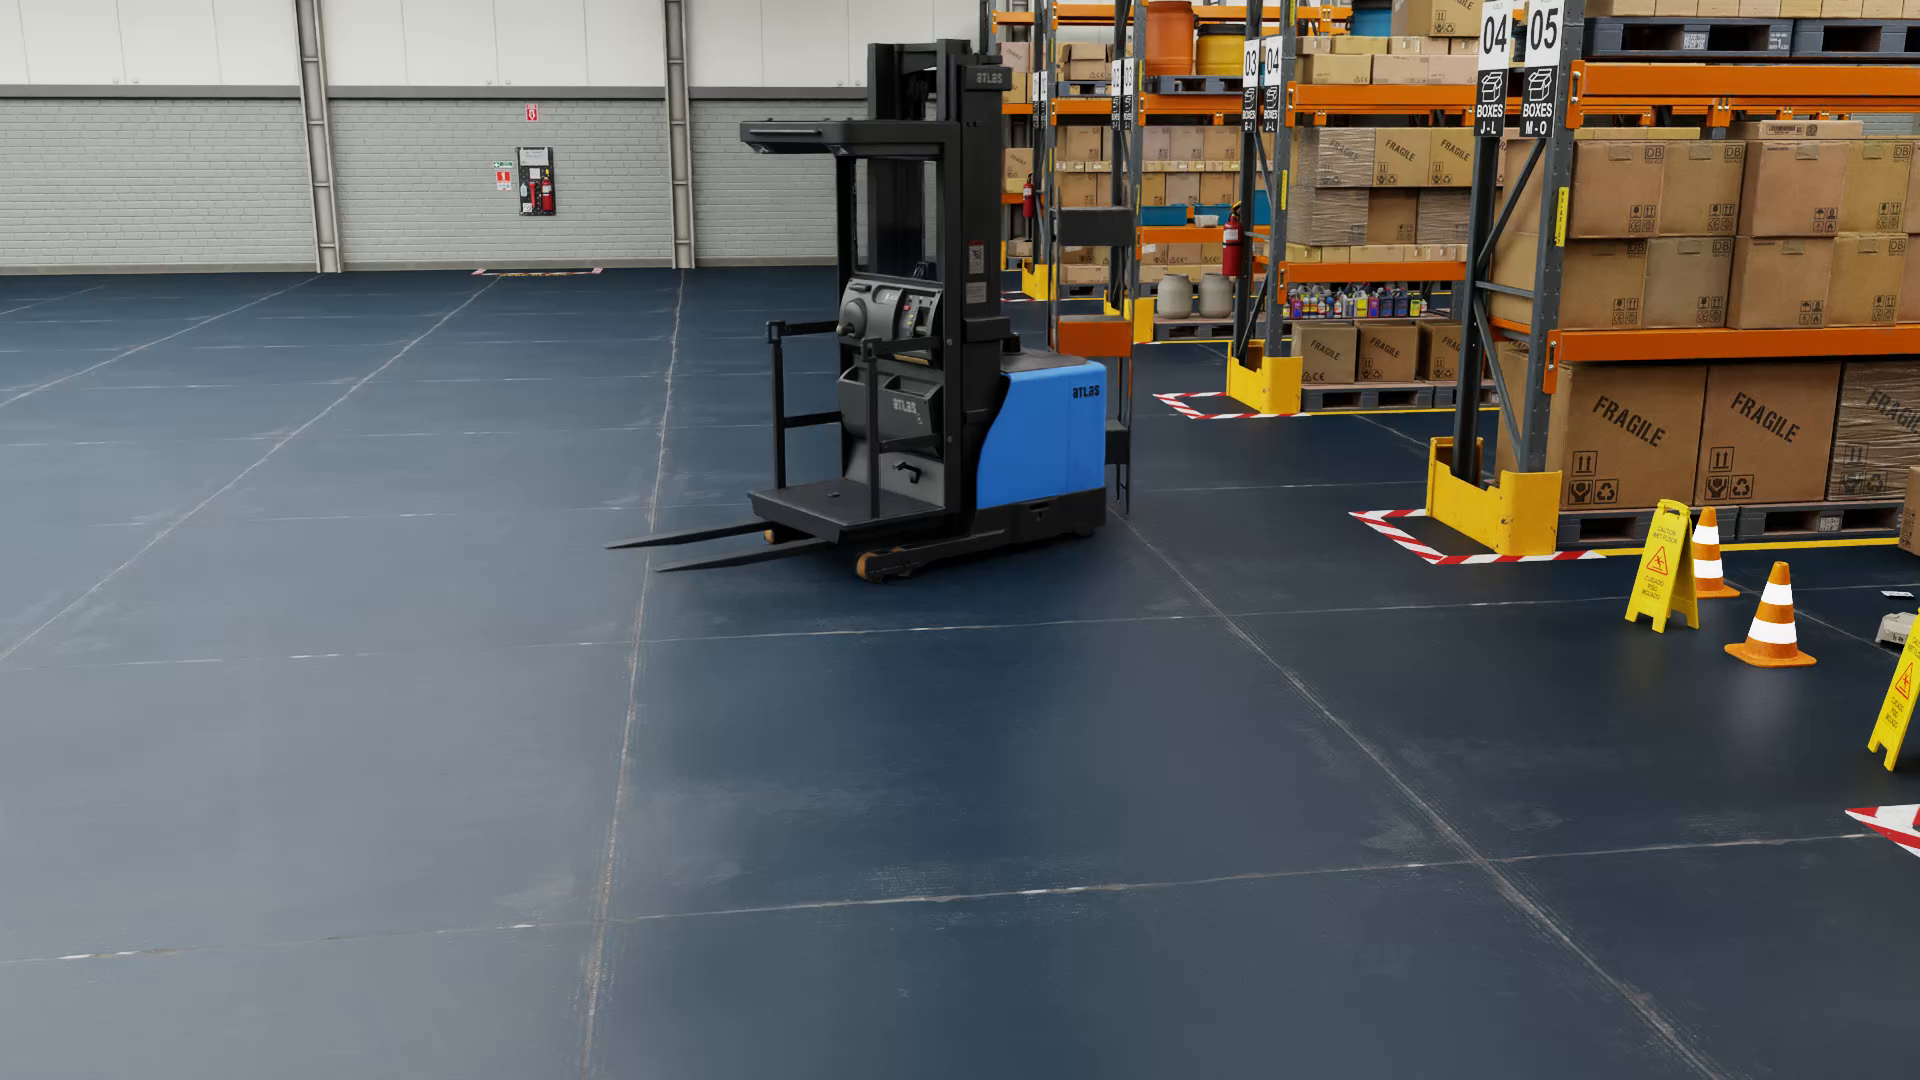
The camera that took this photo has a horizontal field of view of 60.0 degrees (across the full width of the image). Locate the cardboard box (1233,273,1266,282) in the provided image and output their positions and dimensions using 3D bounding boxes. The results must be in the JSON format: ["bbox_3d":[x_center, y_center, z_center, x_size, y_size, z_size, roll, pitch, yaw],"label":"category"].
[{"bbox_3d":[4.246,-4.012,24.843,0.500,0.250,0.500,-2,14,-8],"label":"cardboard box"}]

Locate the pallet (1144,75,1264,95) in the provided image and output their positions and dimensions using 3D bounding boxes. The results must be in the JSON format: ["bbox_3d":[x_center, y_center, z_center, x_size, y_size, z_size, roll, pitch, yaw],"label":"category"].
[{"bbox_3d":[2.779,-5.261,19.253,1.213,0.211,1.003,-2,14,-8],"label":"pallet"}]

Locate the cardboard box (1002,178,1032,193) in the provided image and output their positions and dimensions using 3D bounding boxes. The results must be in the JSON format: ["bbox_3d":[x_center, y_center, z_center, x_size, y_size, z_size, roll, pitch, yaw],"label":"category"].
[{"bbox_3d":[1.000,-6.152,28.854,0.500,0.250,0.500,-3,14,-10],"label":"cardboard box"}]

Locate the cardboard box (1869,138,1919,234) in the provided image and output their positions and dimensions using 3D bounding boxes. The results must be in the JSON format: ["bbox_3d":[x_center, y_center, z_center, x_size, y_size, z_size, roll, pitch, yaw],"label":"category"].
[{"bbox_3d":[5.828,-2.205,10.318,0.550,0.550,0.875,-2,14,-8],"label":"cardboard box"}]

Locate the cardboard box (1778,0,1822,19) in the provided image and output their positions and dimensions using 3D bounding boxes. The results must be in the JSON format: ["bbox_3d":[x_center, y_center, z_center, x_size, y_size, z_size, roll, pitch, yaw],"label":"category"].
[{"bbox_3d":[4.709,-3.060,9.538,0.250,0.149,0.380,-2,14,-8],"label":"cardboard box"}]

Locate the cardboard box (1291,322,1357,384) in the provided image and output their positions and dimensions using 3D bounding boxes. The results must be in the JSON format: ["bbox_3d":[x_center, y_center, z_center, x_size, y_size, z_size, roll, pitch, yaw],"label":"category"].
[{"bbox_3d":[3.304,-1.709,15.146,0.500,0.500,0.500,1,14,2],"label":"cardboard box"}]

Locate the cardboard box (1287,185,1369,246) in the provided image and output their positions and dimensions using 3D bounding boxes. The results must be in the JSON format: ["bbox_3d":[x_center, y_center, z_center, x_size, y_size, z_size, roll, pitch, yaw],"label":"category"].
[{"bbox_3d":[3.232,-2.905,14.824,0.500,0.500,0.875,-2,14,-8],"label":"cardboard box"}]

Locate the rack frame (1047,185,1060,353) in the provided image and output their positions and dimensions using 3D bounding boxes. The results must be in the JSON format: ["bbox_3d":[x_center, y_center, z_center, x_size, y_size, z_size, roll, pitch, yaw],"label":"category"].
[{"bbox_3d":[0.598,-1.224,10.784,0.015,2.100,0.400,-1,14,-5],"label":"rack frame"}]

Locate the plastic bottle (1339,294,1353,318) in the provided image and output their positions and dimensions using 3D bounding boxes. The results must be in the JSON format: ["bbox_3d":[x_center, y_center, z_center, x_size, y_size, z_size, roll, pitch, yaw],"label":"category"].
[{"bbox_3d":[4.638,-2.812,19.962,0.135,0.276,0.152,-2,14,-7],"label":"plastic bottle"}]

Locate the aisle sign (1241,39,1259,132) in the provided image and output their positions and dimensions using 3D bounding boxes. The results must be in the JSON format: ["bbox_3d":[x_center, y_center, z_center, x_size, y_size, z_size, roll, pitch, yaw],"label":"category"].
[{"bbox_3d":[2.578,-4.030,14.782,0.004,0.787,0.394,-2,14,-8],"label":"aisle sign"}]

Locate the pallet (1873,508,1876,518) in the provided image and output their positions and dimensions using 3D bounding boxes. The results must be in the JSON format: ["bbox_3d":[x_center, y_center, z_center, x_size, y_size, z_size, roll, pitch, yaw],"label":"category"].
[{"bbox_3d":[6.515,-0.286,10.929,1.213,0.211,1.003,-2,14,-8],"label":"pallet"}]

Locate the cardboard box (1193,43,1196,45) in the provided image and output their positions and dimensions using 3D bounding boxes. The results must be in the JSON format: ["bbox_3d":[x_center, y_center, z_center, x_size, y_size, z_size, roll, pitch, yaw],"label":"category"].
[{"bbox_3d":[3.971,-8.333,28.816,0.500,0.500,0.500,-3,14,-13],"label":"cardboard box"}]

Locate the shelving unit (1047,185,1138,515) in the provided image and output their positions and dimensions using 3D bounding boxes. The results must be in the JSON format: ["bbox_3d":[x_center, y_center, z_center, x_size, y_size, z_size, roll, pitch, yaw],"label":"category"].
[{"bbox_3d":[0.841,-1.229,10.804,0.503,2.100,0.431,-1,14,-5],"label":"shelving unit"}]

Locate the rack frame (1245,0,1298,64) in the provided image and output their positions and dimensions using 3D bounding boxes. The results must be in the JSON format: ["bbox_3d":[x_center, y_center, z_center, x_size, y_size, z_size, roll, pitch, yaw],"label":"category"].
[{"bbox_3d":[2.684,-5.609,14.089,0.127,3.000,1.000,-2,14,-8],"label":"rack frame"}]

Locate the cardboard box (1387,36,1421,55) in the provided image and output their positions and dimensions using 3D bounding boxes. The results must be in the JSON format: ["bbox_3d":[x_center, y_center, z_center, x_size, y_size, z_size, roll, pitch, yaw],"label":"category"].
[{"bbox_3d":[3.773,-4.247,14.312,0.250,0.149,0.380,-2,14,-6],"label":"cardboard box"}]

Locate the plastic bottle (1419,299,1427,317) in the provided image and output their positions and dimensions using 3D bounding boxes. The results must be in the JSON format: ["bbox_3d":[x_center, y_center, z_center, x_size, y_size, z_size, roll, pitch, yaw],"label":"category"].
[{"bbox_3d":[5.590,-2.804,20.083,0.097,0.201,0.097,0,14,0],"label":"plastic bottle"}]

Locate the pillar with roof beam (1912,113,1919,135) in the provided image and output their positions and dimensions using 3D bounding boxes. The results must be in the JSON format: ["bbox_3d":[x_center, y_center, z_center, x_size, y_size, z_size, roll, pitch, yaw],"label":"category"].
[{"bbox_3d":[19.474,-9.034,27.745,0.400,9.000,9.100,-2,14,-8],"label":"pillar with roof beam"}]

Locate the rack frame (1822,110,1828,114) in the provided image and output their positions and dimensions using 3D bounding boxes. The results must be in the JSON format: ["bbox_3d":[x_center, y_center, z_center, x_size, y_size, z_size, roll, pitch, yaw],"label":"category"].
[{"bbox_3d":[13.078,-5.517,26.055,0.127,3.000,1.000,-2,14,-8],"label":"rack frame"}]

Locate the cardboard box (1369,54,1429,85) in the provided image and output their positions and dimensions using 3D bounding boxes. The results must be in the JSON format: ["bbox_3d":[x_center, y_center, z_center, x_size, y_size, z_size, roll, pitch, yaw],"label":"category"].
[{"bbox_3d":[3.708,-4.057,14.375,0.500,0.250,0.500,-2,14,-10],"label":"cardboard box"}]

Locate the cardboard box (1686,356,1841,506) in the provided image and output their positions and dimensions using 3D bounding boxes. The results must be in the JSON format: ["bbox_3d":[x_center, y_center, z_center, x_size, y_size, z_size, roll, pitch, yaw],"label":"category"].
[{"bbox_3d":[4.854,-0.749,10.545,0.875,0.875,0.875,-2,14,-9],"label":"cardboard box"}]

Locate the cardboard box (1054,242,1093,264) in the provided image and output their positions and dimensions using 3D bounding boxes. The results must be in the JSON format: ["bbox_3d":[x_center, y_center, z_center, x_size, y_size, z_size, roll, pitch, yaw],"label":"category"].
[{"bbox_3d":[1.698,-4.407,24.876,0.500,0.500,0.500,-2,14,-8],"label":"cardboard box"}]

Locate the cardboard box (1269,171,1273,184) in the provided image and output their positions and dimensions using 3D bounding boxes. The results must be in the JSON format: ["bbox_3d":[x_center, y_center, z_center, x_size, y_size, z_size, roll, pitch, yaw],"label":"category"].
[{"bbox_3d":[4.730,-5.258,24.817,0.500,0.500,0.700,-2,14,-10],"label":"cardboard box"}]

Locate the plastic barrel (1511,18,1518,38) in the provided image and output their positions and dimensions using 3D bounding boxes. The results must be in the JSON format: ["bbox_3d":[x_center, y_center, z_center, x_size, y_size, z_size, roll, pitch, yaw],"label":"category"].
[{"bbox_3d":[6.372,-5.804,20.003,0.708,0.901,0.600,-2,14,-8],"label":"plastic barrel"}]

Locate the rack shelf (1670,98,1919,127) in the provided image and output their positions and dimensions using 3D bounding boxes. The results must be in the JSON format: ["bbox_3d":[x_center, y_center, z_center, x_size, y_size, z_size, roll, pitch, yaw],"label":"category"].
[{"bbox_3d":[8.617,-4.023,15.409,4.000,0.370,1.077,-2,14,-8],"label":"rack shelf"}]

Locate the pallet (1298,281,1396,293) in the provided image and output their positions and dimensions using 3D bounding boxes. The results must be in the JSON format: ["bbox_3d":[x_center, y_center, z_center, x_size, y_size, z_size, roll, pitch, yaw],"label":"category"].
[{"bbox_3d":[5.890,-3.911,25.382,1.213,0.211,1.003,-2,14,-8],"label":"pallet"}]

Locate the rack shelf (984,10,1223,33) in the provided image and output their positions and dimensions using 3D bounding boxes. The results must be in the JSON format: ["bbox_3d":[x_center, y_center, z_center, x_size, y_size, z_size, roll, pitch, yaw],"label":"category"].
[{"bbox_3d":[2.448,-8.906,28.719,4.000,0.370,1.077,-2,14,-8],"label":"rack shelf"}]

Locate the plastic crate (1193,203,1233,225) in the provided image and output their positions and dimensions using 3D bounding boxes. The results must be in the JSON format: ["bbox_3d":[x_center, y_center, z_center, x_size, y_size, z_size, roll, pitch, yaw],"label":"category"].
[{"bbox_3d":[3.040,-3.931,20.035,0.408,0.251,0.499,-2,14,-8],"label":"plastic crate"}]

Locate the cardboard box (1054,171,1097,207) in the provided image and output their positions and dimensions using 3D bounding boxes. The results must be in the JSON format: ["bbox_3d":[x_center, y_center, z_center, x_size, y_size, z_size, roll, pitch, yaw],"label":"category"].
[{"bbox_3d":[1.676,-5.145,24.364,0.500,0.500,0.700,-2,14,-8],"label":"cardboard box"}]

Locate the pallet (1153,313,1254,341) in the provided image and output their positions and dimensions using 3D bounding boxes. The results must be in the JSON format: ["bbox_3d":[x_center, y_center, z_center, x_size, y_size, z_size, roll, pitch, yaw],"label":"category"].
[{"bbox_3d":[2.819,-2.580,20.077,1.213,0.211,1.003,-2,14,-8],"label":"pallet"}]

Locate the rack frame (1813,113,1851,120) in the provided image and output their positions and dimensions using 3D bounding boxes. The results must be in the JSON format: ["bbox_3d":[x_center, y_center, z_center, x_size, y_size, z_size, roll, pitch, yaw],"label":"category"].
[{"bbox_3d":[16.292,-6.854,31.384,0.127,3.000,1.000,-2,14,-8],"label":"rack frame"}]

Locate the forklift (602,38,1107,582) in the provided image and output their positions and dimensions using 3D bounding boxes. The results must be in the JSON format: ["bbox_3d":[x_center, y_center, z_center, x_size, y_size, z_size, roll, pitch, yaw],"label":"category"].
[{"bbox_3d":[-0.570,-1.331,9.503,3.031,2.935,1.130,-11,18,-36],"label":"forklift"}]

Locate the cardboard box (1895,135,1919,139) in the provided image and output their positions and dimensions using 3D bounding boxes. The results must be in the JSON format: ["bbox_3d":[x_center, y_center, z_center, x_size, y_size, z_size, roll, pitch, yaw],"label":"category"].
[{"bbox_3d":[14.605,-6.037,25.868,0.500,0.500,0.500,-3,14,-10],"label":"cardboard box"}]

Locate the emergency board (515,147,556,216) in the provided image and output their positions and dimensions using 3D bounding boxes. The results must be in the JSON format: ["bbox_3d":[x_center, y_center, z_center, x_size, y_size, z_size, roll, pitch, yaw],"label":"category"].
[{"bbox_3d":[-7.348,-6.209,28.815,0.643,1.169,0.194,-2,14,-8],"label":"emergency board"}]

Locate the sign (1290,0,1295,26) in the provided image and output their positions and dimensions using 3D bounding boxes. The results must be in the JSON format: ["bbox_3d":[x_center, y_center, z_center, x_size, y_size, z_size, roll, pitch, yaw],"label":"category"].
[{"bbox_3d":[2.765,-4.448,13.827,0.005,0.325,0.100,-2,14,-8],"label":"sign"}]

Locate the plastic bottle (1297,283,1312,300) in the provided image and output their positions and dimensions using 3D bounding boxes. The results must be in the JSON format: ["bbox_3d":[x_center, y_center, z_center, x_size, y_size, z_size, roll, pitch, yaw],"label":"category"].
[{"bbox_3d":[4.251,-3.006,20.582,0.185,0.351,0.144,-2,14,-6],"label":"plastic bottle"}]

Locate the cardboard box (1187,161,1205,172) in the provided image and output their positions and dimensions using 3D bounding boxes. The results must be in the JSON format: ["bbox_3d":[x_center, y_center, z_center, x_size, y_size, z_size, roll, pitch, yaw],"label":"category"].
[{"bbox_3d":[3.413,-5.473,24.340,0.250,0.149,0.380,-2,14,-6],"label":"cardboard box"}]

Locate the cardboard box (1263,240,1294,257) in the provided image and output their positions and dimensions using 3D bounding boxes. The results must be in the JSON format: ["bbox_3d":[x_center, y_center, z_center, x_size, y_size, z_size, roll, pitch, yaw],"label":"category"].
[{"bbox_3d":[2.936,-2.637,15.089,0.250,0.149,0.380,-2,14,-8],"label":"cardboard box"}]

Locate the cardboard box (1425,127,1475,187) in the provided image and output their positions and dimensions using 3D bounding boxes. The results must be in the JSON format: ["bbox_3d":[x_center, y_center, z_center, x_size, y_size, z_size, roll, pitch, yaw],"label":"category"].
[{"bbox_3d":[4.259,-3.366,14.606,0.500,0.500,0.500,-2,14,-8],"label":"cardboard box"}]

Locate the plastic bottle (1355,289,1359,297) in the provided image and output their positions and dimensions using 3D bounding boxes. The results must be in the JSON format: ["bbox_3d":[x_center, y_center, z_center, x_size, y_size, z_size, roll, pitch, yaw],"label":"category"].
[{"bbox_3d":[4.917,-2.962,20.571,0.097,0.271,0.097,0,14,0],"label":"plastic bottle"}]

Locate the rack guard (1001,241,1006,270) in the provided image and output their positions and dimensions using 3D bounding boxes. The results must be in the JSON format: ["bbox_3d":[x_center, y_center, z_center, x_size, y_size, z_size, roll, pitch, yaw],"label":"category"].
[{"bbox_3d":[0.546,-5.064,29.387,0.348,0.500,1.175,-2,14,-8],"label":"rack guard"}]

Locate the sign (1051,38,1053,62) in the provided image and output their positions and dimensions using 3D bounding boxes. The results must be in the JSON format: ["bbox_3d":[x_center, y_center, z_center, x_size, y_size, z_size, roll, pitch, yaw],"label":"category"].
[{"bbox_3d":[1.289,-6.866,23.307,0.005,0.325,0.100,-2,14,-8],"label":"sign"}]

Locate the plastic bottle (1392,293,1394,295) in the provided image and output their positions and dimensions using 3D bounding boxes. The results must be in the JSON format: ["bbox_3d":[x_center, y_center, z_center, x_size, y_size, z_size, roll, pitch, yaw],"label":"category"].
[{"bbox_3d":[5.421,-2.982,20.794,0.097,0.201,0.097,0,14,0],"label":"plastic bottle"}]

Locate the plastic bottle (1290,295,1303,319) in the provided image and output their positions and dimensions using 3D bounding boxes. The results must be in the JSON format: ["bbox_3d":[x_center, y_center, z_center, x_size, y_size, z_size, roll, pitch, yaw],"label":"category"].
[{"bbox_3d":[4.012,-2.781,19.825,0.133,0.283,0.061,-2,14,-7],"label":"plastic bottle"}]

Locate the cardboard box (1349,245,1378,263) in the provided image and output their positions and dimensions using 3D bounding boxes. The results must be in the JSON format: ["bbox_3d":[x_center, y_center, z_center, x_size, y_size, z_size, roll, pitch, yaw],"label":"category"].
[{"bbox_3d":[3.501,-2.540,14.702,0.250,0.149,0.380,-2,14,-8],"label":"cardboard box"}]

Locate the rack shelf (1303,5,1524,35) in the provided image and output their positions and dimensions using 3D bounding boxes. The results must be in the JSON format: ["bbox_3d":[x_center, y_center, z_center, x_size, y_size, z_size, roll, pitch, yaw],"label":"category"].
[{"bbox_3d":[7.145,-7.667,24.594,4.000,0.370,1.077,-2,14,-8],"label":"rack shelf"}]

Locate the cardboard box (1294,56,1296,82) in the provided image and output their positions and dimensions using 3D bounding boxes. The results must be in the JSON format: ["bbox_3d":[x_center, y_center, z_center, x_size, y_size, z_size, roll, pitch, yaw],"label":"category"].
[{"bbox_3d":[3.123,-4.160,14.786,0.500,0.250,0.500,-2,14,-7],"label":"cardboard box"}]

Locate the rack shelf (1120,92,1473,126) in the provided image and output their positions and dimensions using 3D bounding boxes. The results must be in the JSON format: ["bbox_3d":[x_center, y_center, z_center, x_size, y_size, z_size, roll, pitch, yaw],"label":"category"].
[{"bbox_3d":[3.924,-5.069,19.581,4.000,0.370,1.077,-2,14,-8],"label":"rack shelf"}]

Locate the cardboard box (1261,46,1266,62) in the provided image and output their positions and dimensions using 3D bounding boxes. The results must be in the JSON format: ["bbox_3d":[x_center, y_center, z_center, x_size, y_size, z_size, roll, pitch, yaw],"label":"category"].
[{"bbox_3d":[4.630,-7.048,24.634,0.500,0.500,0.500,-1,14,-4],"label":"cardboard box"}]

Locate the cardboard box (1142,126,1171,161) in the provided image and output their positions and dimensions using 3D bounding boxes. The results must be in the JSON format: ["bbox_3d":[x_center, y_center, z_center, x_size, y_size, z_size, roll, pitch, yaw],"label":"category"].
[{"bbox_3d":[2.746,-5.815,24.369,0.500,0.500,0.700,-2,14,-8],"label":"cardboard box"}]

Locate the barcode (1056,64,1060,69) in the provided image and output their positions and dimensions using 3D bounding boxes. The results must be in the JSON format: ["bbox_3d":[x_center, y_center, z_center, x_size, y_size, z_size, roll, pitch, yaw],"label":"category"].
[{"bbox_3d":[1.439,-6.946,24.392,0.075,0.075,0.001,-2,14,-8],"label":"barcode"}]

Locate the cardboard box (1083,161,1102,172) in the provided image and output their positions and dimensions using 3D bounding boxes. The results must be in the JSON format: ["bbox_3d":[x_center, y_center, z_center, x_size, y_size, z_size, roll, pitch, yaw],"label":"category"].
[{"bbox_3d":[1.893,-5.418,24.121,0.250,0.149,0.380,-2,14,-10],"label":"cardboard box"}]

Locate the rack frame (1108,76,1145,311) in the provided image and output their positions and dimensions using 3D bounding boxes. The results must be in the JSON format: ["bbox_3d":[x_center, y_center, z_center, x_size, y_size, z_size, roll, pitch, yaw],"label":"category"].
[{"bbox_3d":[1.947,-3.891,19.570,0.127,3.000,1.000,-2,14,-8],"label":"rack frame"}]
